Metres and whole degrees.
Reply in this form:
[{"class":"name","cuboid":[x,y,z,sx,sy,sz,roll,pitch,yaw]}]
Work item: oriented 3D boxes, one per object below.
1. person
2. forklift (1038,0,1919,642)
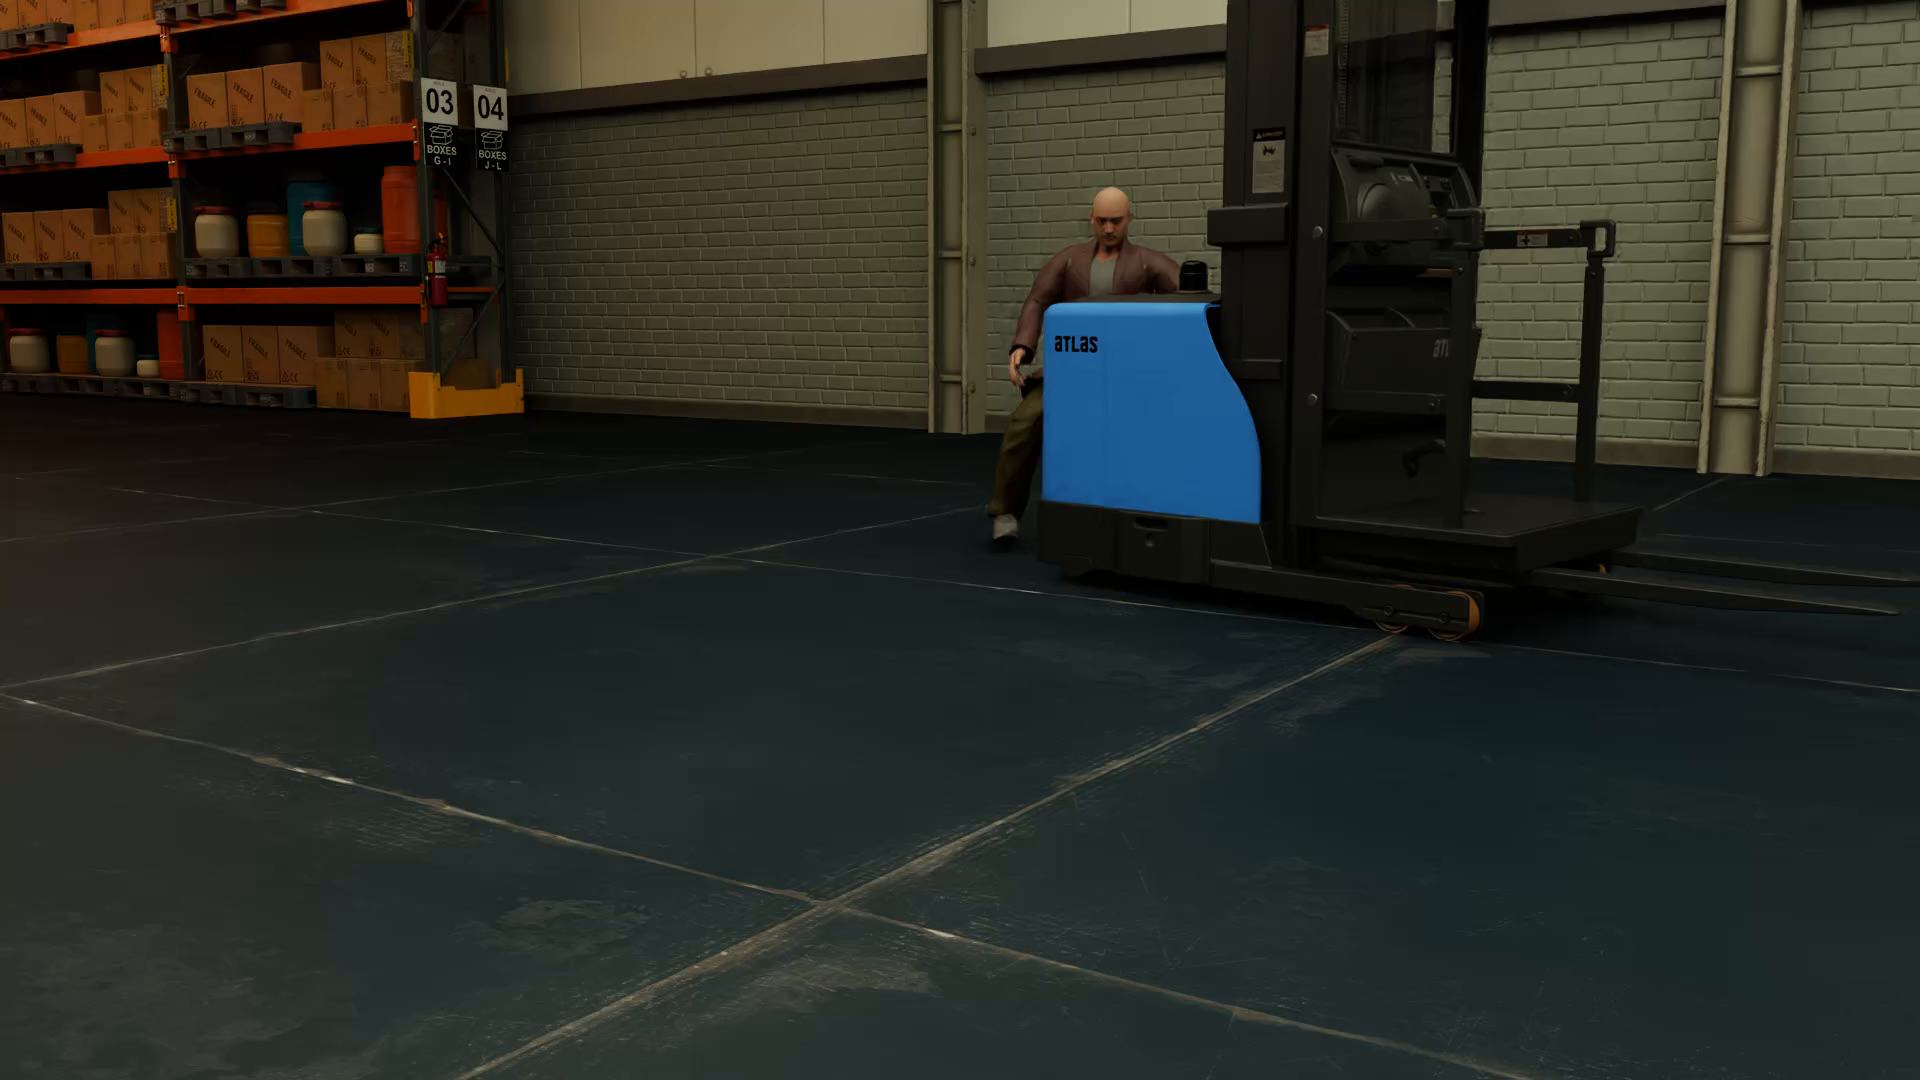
[{"class":"person","cuboid":[0.682,-0.765,7.517,1.033,1.632,0.967,2,8,13]},{"class":"forklift","cuboid":[1.720,-1.208,5.687,3.031,2.935,1.130,8,11,43]}]
